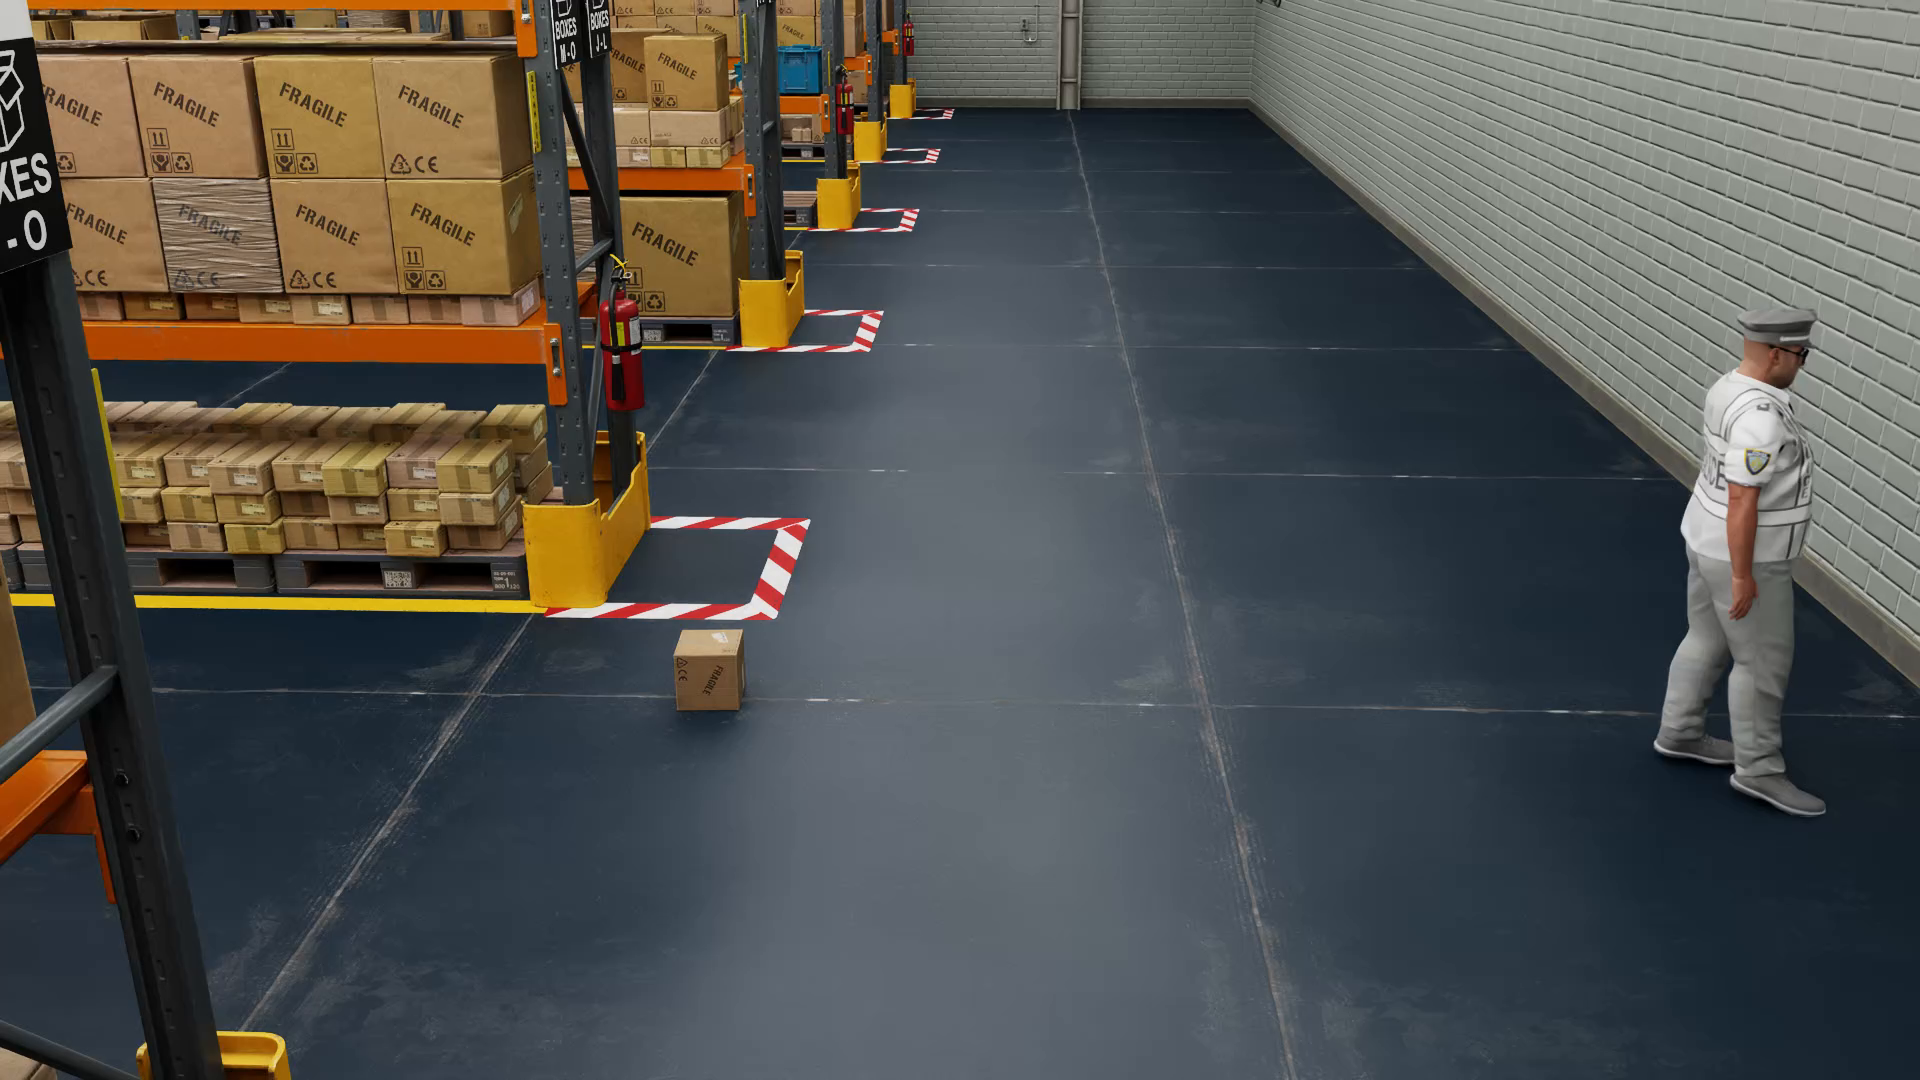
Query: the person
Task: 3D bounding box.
[{"bbox_3d":[2.868,0.053,5.911,0.562,1.774,0.576,4,21,10],"label":"person"}]
